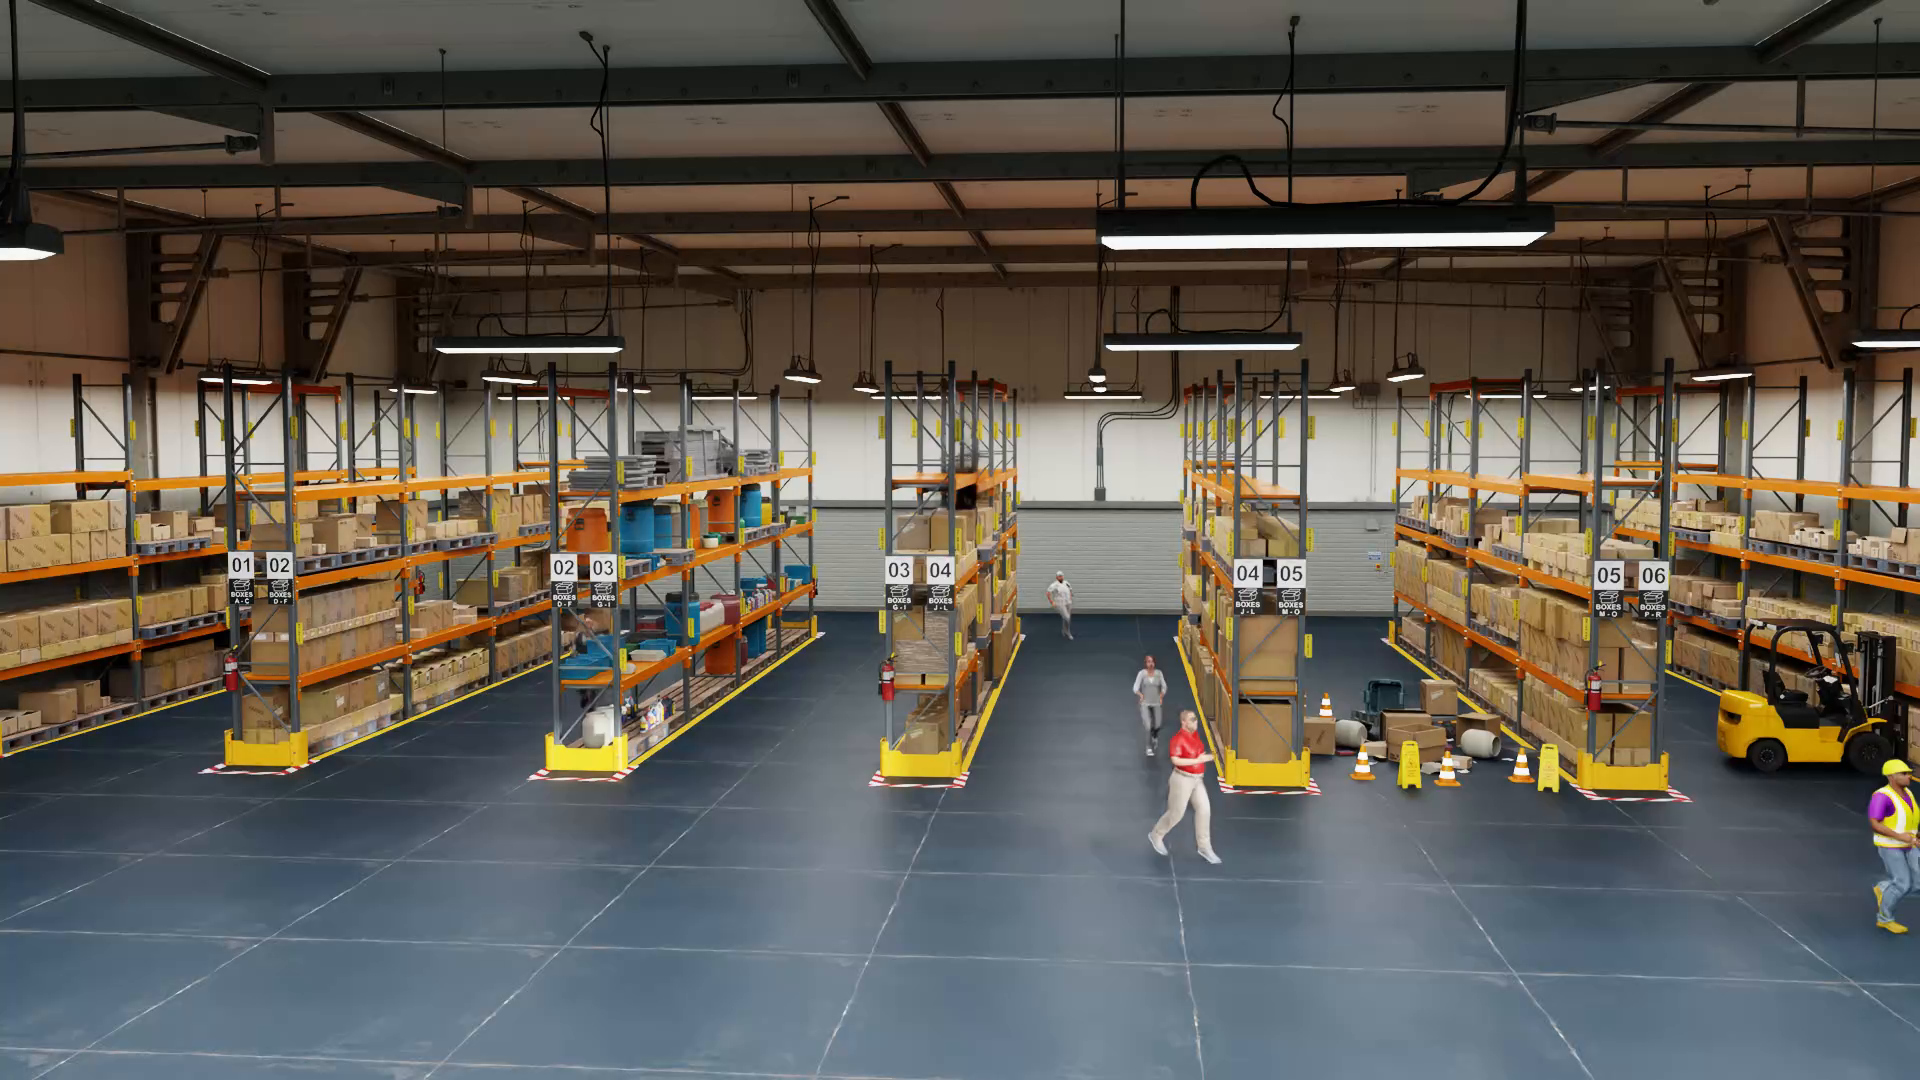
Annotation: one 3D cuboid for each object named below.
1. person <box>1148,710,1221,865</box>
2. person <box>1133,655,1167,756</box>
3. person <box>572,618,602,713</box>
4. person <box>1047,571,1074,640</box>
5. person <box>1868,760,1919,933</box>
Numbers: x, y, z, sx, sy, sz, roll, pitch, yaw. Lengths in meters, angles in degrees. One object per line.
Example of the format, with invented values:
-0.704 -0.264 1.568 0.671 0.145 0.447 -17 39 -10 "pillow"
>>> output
2.616 2.850 19.367 0.909 1.763 0.681 3 5 41 "person"
2.926 2.540 25.575 0.532 1.550 0.559 0 4 0 "person"
-6.587 2.224 29.384 0.703 1.691 0.542 1 4 9 "person"
2.452 1.580 39.927 0.658 1.679 0.661 -2 4 -29 "person"
9.373 3.051 16.610 0.700 1.723 0.578 -2 4 -30 "person"
